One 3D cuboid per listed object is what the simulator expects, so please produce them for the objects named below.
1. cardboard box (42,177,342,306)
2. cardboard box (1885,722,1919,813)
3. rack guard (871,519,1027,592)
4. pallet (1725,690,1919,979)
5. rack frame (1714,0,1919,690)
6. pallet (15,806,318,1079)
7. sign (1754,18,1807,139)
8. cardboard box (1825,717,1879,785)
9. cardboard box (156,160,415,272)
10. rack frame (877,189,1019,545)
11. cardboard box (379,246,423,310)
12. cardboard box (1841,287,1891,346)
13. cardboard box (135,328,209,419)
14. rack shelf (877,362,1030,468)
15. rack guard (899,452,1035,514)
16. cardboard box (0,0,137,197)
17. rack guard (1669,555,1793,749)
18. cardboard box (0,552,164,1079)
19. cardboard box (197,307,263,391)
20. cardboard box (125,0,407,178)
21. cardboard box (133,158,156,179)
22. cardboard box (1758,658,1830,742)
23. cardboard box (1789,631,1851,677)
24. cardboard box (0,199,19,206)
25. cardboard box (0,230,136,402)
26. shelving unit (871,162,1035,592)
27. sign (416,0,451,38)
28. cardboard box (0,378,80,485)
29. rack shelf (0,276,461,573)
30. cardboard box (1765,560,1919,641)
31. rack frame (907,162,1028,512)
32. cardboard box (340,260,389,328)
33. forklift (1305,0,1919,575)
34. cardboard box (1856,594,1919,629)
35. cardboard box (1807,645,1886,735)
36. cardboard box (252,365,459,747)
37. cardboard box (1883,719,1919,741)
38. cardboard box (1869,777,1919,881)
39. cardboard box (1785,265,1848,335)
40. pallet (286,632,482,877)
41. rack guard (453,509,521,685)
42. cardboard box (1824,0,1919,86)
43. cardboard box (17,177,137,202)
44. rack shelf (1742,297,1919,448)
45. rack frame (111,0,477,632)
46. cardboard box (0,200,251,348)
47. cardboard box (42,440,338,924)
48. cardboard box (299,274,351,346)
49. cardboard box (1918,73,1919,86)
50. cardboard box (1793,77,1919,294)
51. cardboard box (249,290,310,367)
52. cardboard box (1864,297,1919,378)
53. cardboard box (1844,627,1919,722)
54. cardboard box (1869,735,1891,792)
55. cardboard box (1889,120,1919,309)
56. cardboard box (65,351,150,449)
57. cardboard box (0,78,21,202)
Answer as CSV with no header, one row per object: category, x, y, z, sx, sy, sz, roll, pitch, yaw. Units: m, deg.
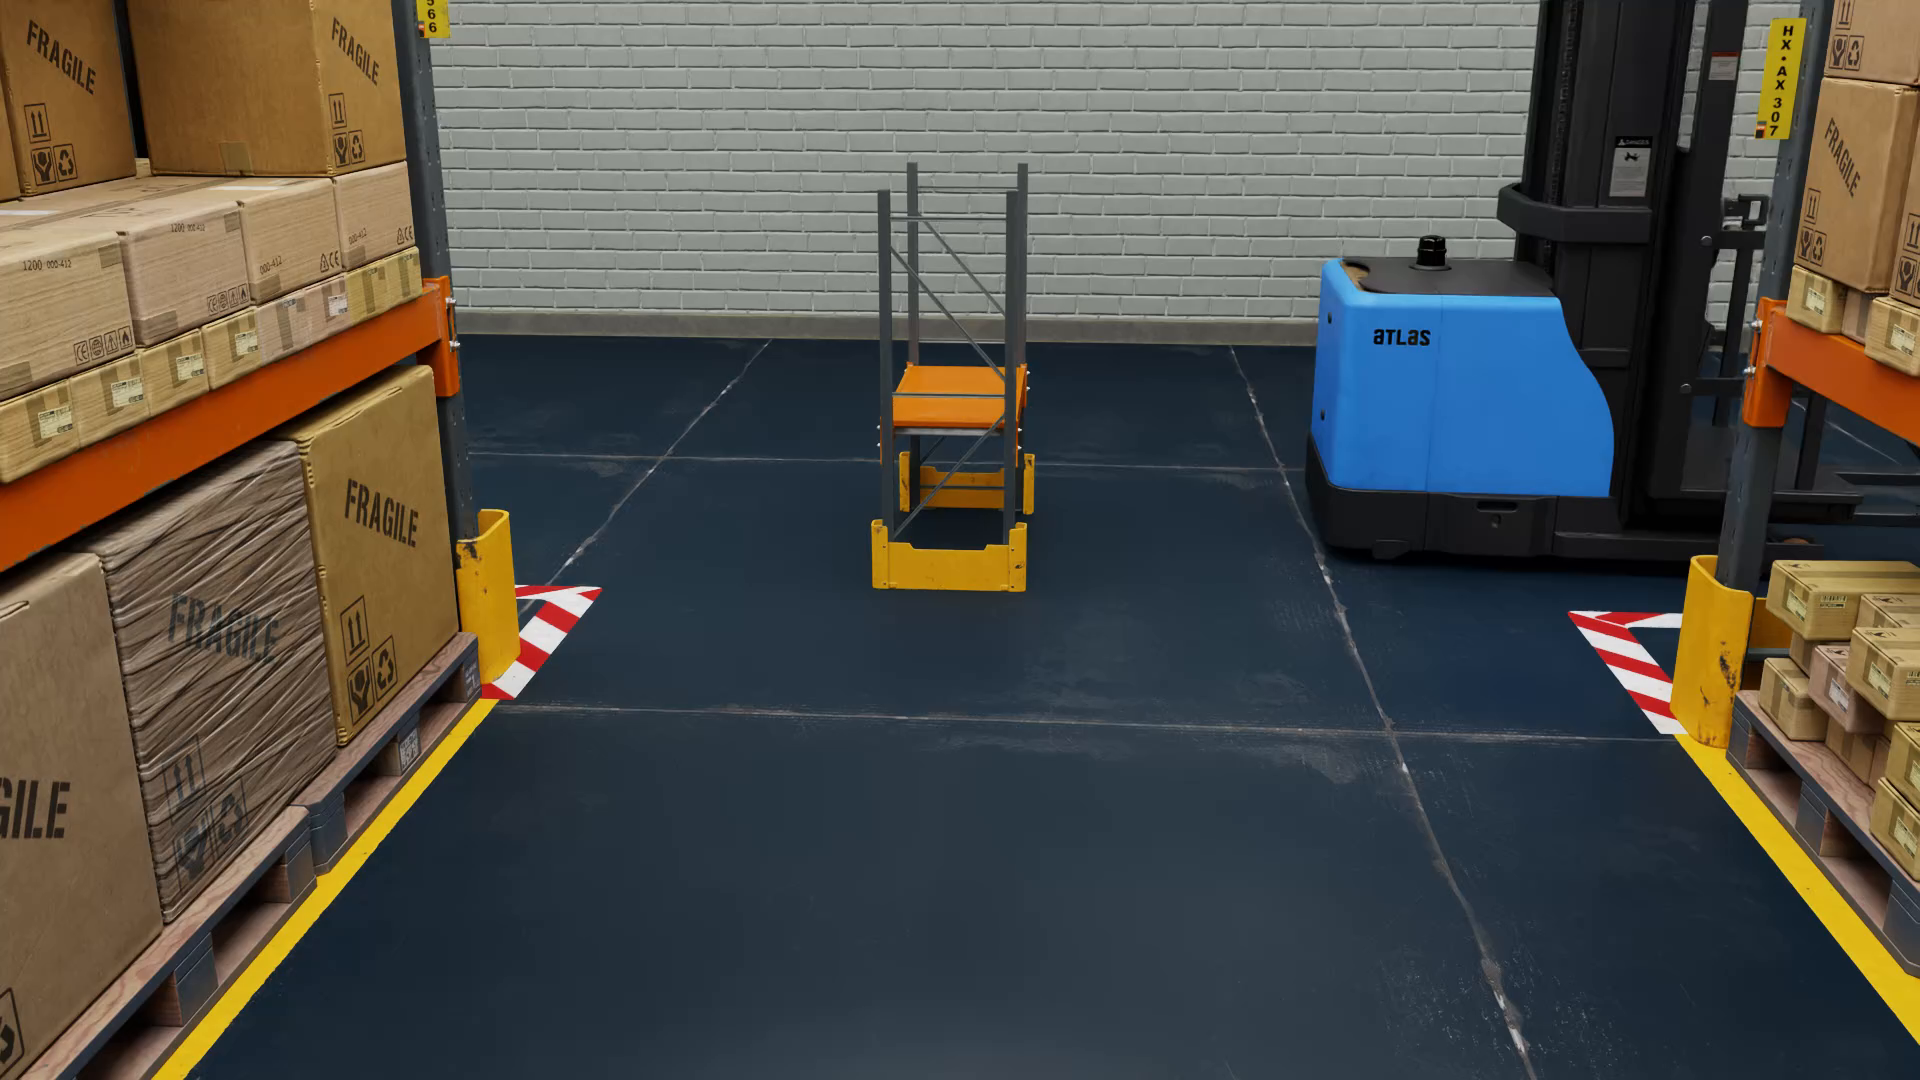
cardboard box,-1.914,-0.760,4.190,0.500,0.250,0.500,1,18,3
cardboard box,2.408,0.548,3.861,0.380,0.149,0.250,2,18,6
rack guard,-0.041,0.060,6.340,0.587,0.250,0.087,1,18,4
pallet,2.734,0.738,4.332,1.003,0.211,1.213,1,18,4
rack frame,2.833,-0.862,4.737,1.000,3.000,0.127,1,18,4
pallet,-2.176,0.949,3.689,1.003,0.211,1.213,1,18,4
sign,2.292,-1.286,4.639,0.100,0.325,0.005,1,18,4
cardboard box,2.539,0.532,4.387,0.380,0.149,0.250,1,18,4
cardboard box,-1.877,-0.918,4.671,0.500,0.250,0.500,1,18,3
rack frame,-0.043,-0.528,6.127,0.500,1.500,0.032,1,18,4
cardboard box,-1.804,-0.767,4.850,0.380,0.149,0.250,2,18,5
cardboard box,2.506,-0.570,4.248,0.380,0.149,0.250,2,18,6
cardboard box,-1.894,-0.369,3.636,0.380,0.149,0.250,1,18,4
rack shelf,-0.006,-0.515,6.665,0.538,0.185,1.000,1,18,4
rack guard,0.030,-0.250,7.284,0.587,0.250,0.087,1,18,4
cardboard box,-2.446,-1.132,4.121,0.500,0.500,0.500,1,18,3
rack guard,2.828,0.349,5.054,1.175,0.500,0.348,1,18,4
cardboard box,-2.202,0.565,3.118,0.875,0.875,0.875,1,18,4
cardboard box,-1.876,-0.450,3.882,0.380,0.149,0.250,1,18,3
cardboard box,-1.879,-1.274,4.551,0.500,0.500,0.500,2,18,5
cardboard box,-2.410,-0.931,4.711,0.500,0.250,0.500,1,18,2
cardboard box,2.476,0.449,4.641,0.380,0.149,0.250,2,18,5
cardboard box,2.540,0.309,4.590,0.380,0.149,0.250,2,18,6
cardboard box,-2.481,-0.614,3.742,0.500,0.250,0.500,1,18,2
cardboard box,-1.983,-0.441,3.213,0.500,0.250,0.500,1,18,4
shelving unit,-0.005,-0.689,6.617,0.587,1.500,1.083,1,18,4
sign,-1.566,-1.651,4.904,0.100,0.325,0.005,1,18,4
cardboard box,-1.930,-0.211,3.154,0.380,0.149,0.250,1,18,2
rack shelf,-2.250,-0.041,3.387,1.077,0.370,4.000,1,18,4
cardboard box,2.457,0.165,4.550,0.380,0.149,0.250,0,18,1
rack frame,0.030,-0.844,7.090,0.500,1.500,0.032,1,18,4
cardboard box,-1.821,-0.686,4.604,0.380,0.149,0.250,1,18,4
forklift,3.013,-1.405,6.504,3.031,2.935,1.130,2,18,6
cardboard box,2.557,0.254,4.280,0.380,0.149,0.250,2,18,5
cardboard box,2.464,0.392,4.335,0.380,0.149,0.250,1,18,4
cardboard box,-2.073,0.006,4.824,0.875,0.875,0.875,1,18,4
cardboard box,2.534,0.470,4.097,0.380,0.149,0.250,2,18,5
cardboard box,2.401,0.686,3.917,0.380,0.149,0.250,2,18,5
cardboard box,2.483,-0.650,4.492,0.380,0.149,0.250,1,18,3
pallet,-2.086,0.571,4.842,1.003,0.211,1.213,1,18,4
rack guard,-2.105,0.176,5.583,1.175,0.500,0.348,1,18,4
cardboard box,2.536,-1.393,4.112,0.500,0.500,0.500,1,18,4
cardboard box,-2.441,-0.770,4.218,0.500,0.250,0.500,1,18,3
rack shelf,2.690,0.101,2.954,1.077,0.370,4.000,1,18,4
rack frame,-2.107,-1.004,5.171,1.000,3.000,0.127,1,18,4
cardboard box,-1.950,-0.602,3.707,0.500,0.250,0.500,1,18,2
cardboard box,-2.138,0.289,3.962,0.875,0.875,0.875,1,18,4
cardboard box,-1.840,-0.608,4.364,0.380,0.149,0.250,1,18,4
cardboard box,2.507,-1.236,3.633,0.500,0.500,0.500,2,18,6
cardboard box,2.526,-0.918,4.269,0.500,0.500,0.500,2,18,7
cardboard box,-1.859,-0.530,4.128,0.380,0.149,0.250,2,18,5
cardboard box,2.434,-0.487,3.996,0.380,0.149,0.250,1,18,2
cardboard box,2.411,0.329,4.050,0.380,0.149,0.250,1,18,4
cardboard box,2.528,0.609,4.151,0.380,0.149,0.250,1,18,5
cardboard box,2.513,-0.751,3.760,0.500,0.500,0.500,1,18,4
cardboard box,-1.914,-0.292,3.401,0.380,0.149,0.250,2,18,5
cardboard box,-2.477,-0.971,3.629,0.500,0.500,0.500,1,18,2
